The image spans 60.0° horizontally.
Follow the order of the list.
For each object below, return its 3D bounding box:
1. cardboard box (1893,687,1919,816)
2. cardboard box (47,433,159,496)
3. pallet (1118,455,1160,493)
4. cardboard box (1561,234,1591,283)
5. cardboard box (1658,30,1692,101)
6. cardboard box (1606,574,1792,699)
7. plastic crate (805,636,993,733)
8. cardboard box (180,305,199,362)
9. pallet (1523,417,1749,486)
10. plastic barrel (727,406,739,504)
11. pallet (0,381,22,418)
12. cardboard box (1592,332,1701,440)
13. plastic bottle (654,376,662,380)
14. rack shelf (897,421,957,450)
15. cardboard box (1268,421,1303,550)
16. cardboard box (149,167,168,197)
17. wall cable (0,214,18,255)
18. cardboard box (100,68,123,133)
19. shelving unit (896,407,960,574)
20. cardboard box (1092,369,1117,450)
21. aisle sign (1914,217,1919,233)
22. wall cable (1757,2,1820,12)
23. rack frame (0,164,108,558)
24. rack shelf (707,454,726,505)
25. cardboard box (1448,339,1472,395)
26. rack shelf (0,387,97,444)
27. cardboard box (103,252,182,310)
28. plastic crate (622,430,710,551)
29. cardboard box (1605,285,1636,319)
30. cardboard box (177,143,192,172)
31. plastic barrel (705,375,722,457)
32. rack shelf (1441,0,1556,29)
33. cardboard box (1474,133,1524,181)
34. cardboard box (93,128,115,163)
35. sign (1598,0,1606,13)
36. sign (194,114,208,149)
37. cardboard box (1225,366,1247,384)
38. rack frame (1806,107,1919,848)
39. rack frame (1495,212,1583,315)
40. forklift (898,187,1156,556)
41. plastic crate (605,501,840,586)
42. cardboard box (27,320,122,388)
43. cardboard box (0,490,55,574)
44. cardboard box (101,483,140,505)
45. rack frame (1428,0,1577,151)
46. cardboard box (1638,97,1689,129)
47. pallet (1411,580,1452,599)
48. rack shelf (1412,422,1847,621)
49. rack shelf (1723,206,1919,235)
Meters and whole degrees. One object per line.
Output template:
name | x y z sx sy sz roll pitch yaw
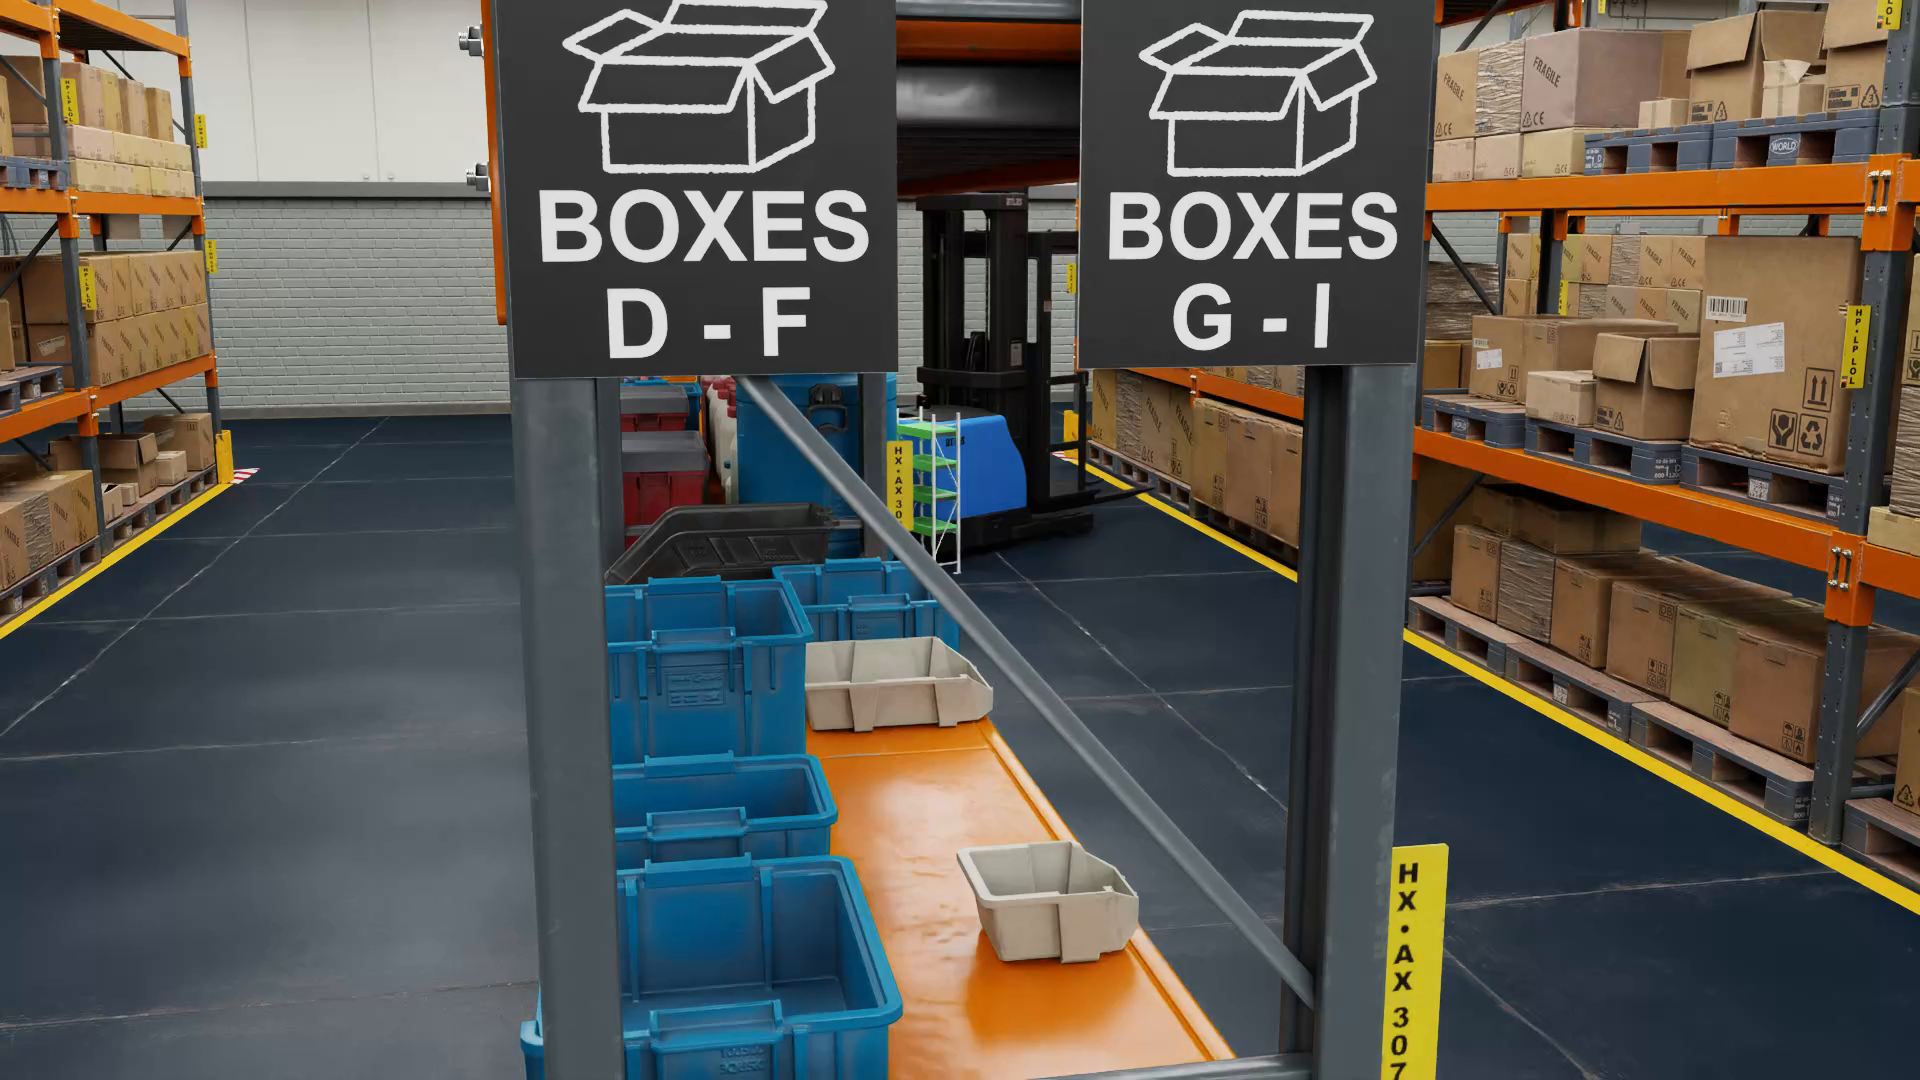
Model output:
cardboard box | 4.138 0.878 6.621 0.500 0.500 0.500 -2 11 -13
cardboard box | -7.545 -0.660 14.641 0.797 0.503 0.637 -2 11 -11
pallet | 2.231 -0.682 16.715 1.003 0.211 1.213 -2 11 -11
cardboard box | 6.661 -2.987 17.629 0.500 0.500 0.500 -2 11 -12
cardboard box | 3.851 -2.457 8.954 0.500 0.500 0.500 -2 11 -10
cardboard box | 3.817 0.490 8.610 0.700 0.500 0.500 -3 11 -16
plastic crate | -0.195 0.380 4.382 0.530 0.136 0.437 -2 11 -11
cardboard box | -7.494 -1.941 15.606 0.500 0.500 0.500 -2 11 -11
pallet | 3.746 -0.496 8.792 1.003 0.211 1.213 -2 11 -11
plastic barrel | -0.730 -0.288 6.825 0.433 0.535 0.433 0 11 0
pallet | -6.779 -0.854 10.676 1.003 0.211 1.213 -2 11 -11
cardboard box | 3.671 -0.790 8.424 0.797 0.503 0.637 -1 11 -5
plastic bottle | -2.270 -1.181 12.212 0.152 0.276 0.135 -2 11 -11
rack shelf | -0.243 -0.778 12.352 0.258 0.148 0.480 -8 13 -35
cardboard box | 3.042 -0.405 12.363 1.225 0.875 0.875 -2 11 -11
cardboard box | -7.398 -3.191 14.820 0.500 0.250 0.500 -2 11 -11
wall cable | -13.560 -4.351 20.792 3.097 2.526 0.112 -2 11 -11
cardboard box | -7.368 -3.616 13.707 0.700 0.500 0.500 -2 11 -11
shelving unit | -0.243 -0.370 12.430 0.258 1.200 0.503 -8 13 -35
cardboard box | 1.968 -1.467 17.941 0.875 0.875 0.875 -2 11 -11
aisle sign | 11.776 -4.081 20.162 0.394 0.787 0.004 -2 11 -11
wall cable | 13.581 -6.899 25.776 2.988 3.039 0.133 -2 11 -11
rack frame | -7.175 -1.326 12.639 1.000 3.000 0.127 -2 11 -11
rack shelf | -1.148 -0.051 7.868 1.077 0.370 4.000 -2 11 -11
cardboard box | 3.494 -1.100 11.185 0.500 0.500 0.500 -2 11 -9
rack shelf | -6.786 -0.606 10.780 1.077 0.370 4.000 -2 11 -11
cardboard box | -7.392 -2.340 15.029 0.500 0.500 0.500 -2 11 -9
plastic crate | -1.154 -0.147 6.276 0.402 0.464 0.583 -2 11 -11
cardboard box | 6.862 -2.307 16.734 0.500 0.500 0.500 -2 11 -11
cardboard box | -7.603 -3.620 15.734 0.500 0.250 0.500 -2 11 -11
plastic barrel | -1.128 -0.646 8.767 0.421 0.512 0.421 0 11 0
rack shelf | 2.932 -3.716 12.145 1.077 0.370 4.000 -2 11 -11
cardboard box | 3.262 -2.162 9.412 0.500 0.250 0.500 -2 11 -10
cardboard box | -7.125 -3.161 13.324 0.500 0.250 0.500 -2 11 -11
sign | 7.198 -6.081 18.657 0.100 0.325 0.005 -2 11 -11
sign | -7.404 -3.984 16.217 0.100 0.325 0.005 -2 11 -11
cardboard box | 2.486 -1.549 13.544 0.500 0.500 0.500 -2 11 -11
rack frame | 4.099 -0.218 6.820 1.000 3.000 0.127 -2 11 -11
rack frame | 6.650 -2.581 19.233 1.000 3.000 0.127 -2 11 -11
forklift | 0.482 -1.532 13.908 1.130 2.935 3.031 10 15 43
plastic crate | -0.782 0.093 5.350 0.767 0.338 0.504 -2 11 -11
cardboard box | -7.007 -1.478 13.173 0.500 0.500 0.500 -2 11 -10
cardboard box | -6.613 -0.051 11.450 0.500 0.500 0.500 -2 11 -10
cardboard box | -7.222 -0.393 14.141 0.380 0.166 0.250 -2 11 -11
rack frame | 3.321 -3.899 10.113 1.000 3.000 0.127 -2 11 -11
cardboard box | 3.636 -2.123 8.310 0.380 0.166 0.250 -2 11 -13
pallet | 3.242 0.271 11.709 1.003 0.211 1.213 -2 11 -11
rack shelf | 3.710 -0.231 8.814 1.077 0.370 4.000 -2 11 -11
rack shelf | 7.817 -2.600 13.238 1.077 0.370 4.000 -2 11 -11
